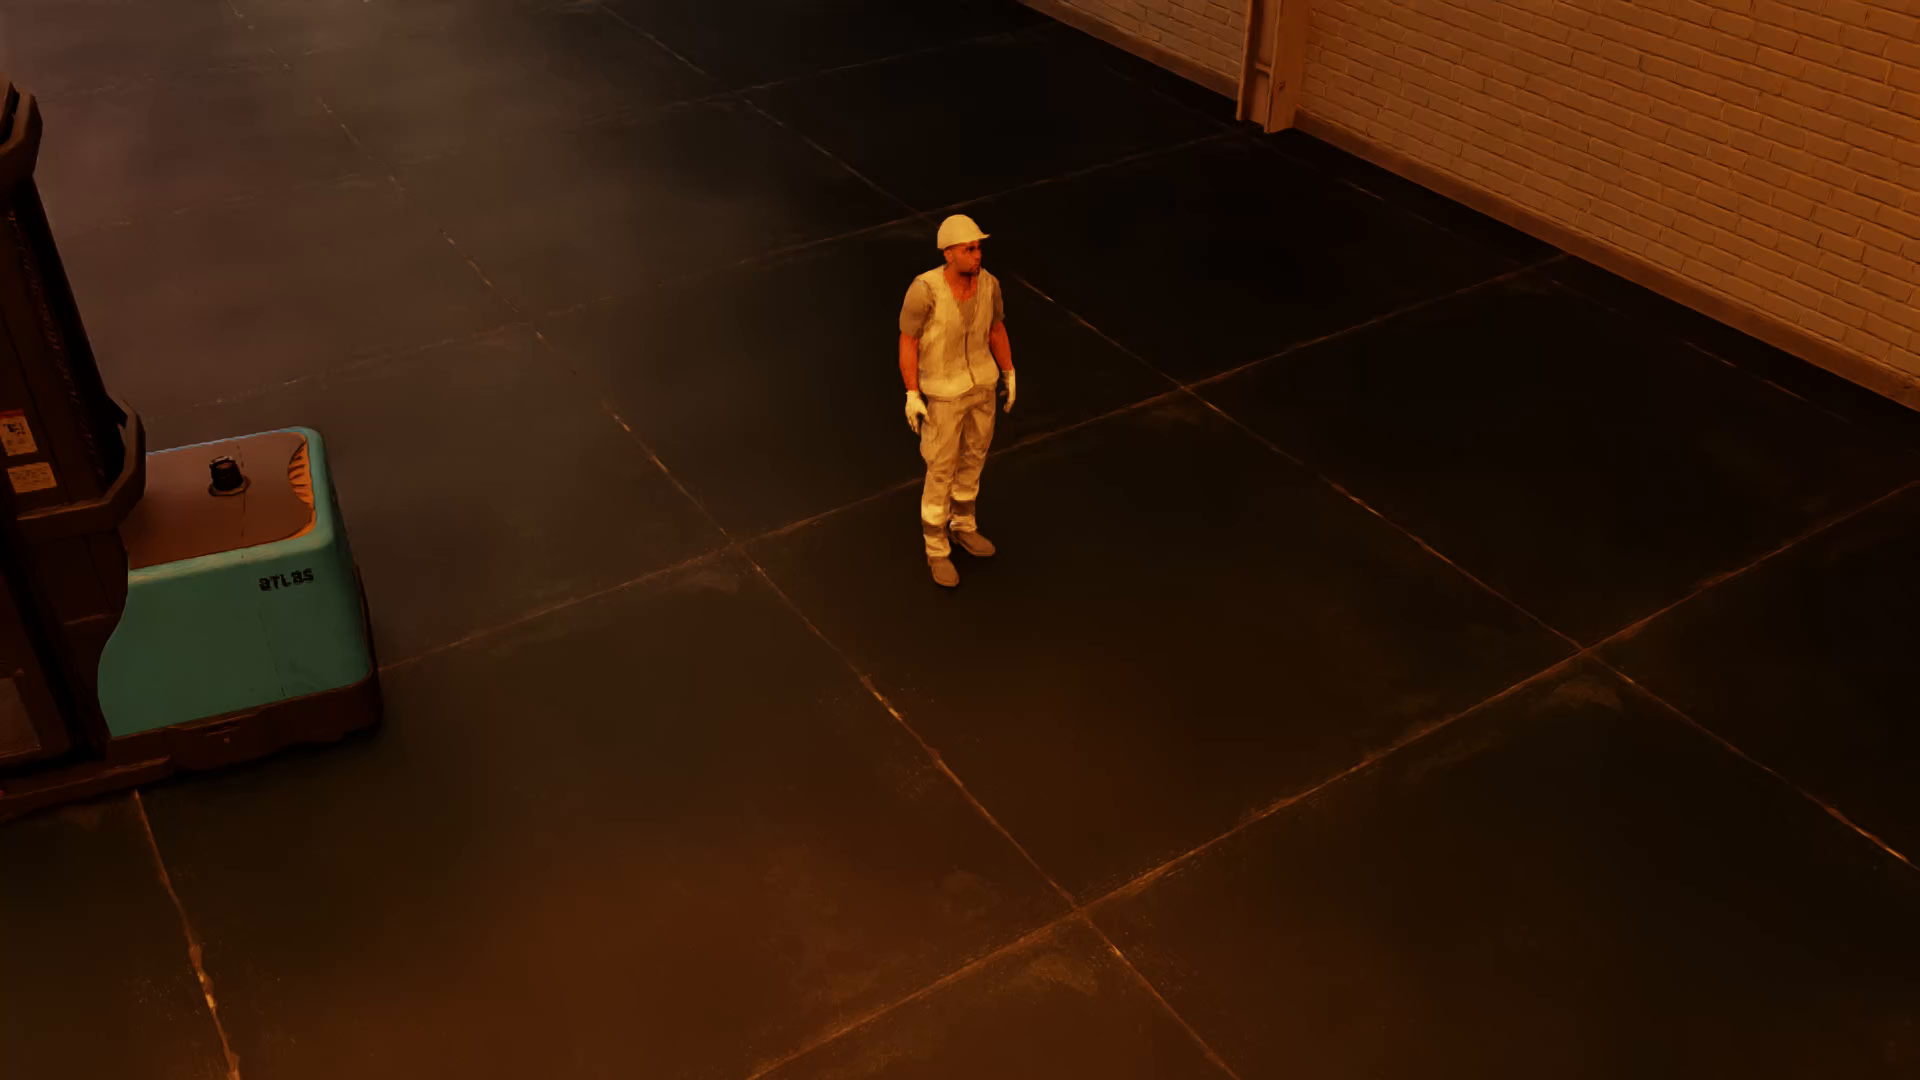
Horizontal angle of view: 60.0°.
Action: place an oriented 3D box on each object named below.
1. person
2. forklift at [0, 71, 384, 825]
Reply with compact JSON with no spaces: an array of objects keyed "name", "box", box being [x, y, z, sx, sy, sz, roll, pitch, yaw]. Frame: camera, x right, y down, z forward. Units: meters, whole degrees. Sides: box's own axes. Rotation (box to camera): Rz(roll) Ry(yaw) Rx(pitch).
[{"name":"person","box":[0.035,-0.695,8.119,0.637,1.787,0.563,-21,40,-27]},{"name":"forklift","box":[-4.162,-0.296,6.569,3.031,2.935,1.130,-12,37,-17]}]
